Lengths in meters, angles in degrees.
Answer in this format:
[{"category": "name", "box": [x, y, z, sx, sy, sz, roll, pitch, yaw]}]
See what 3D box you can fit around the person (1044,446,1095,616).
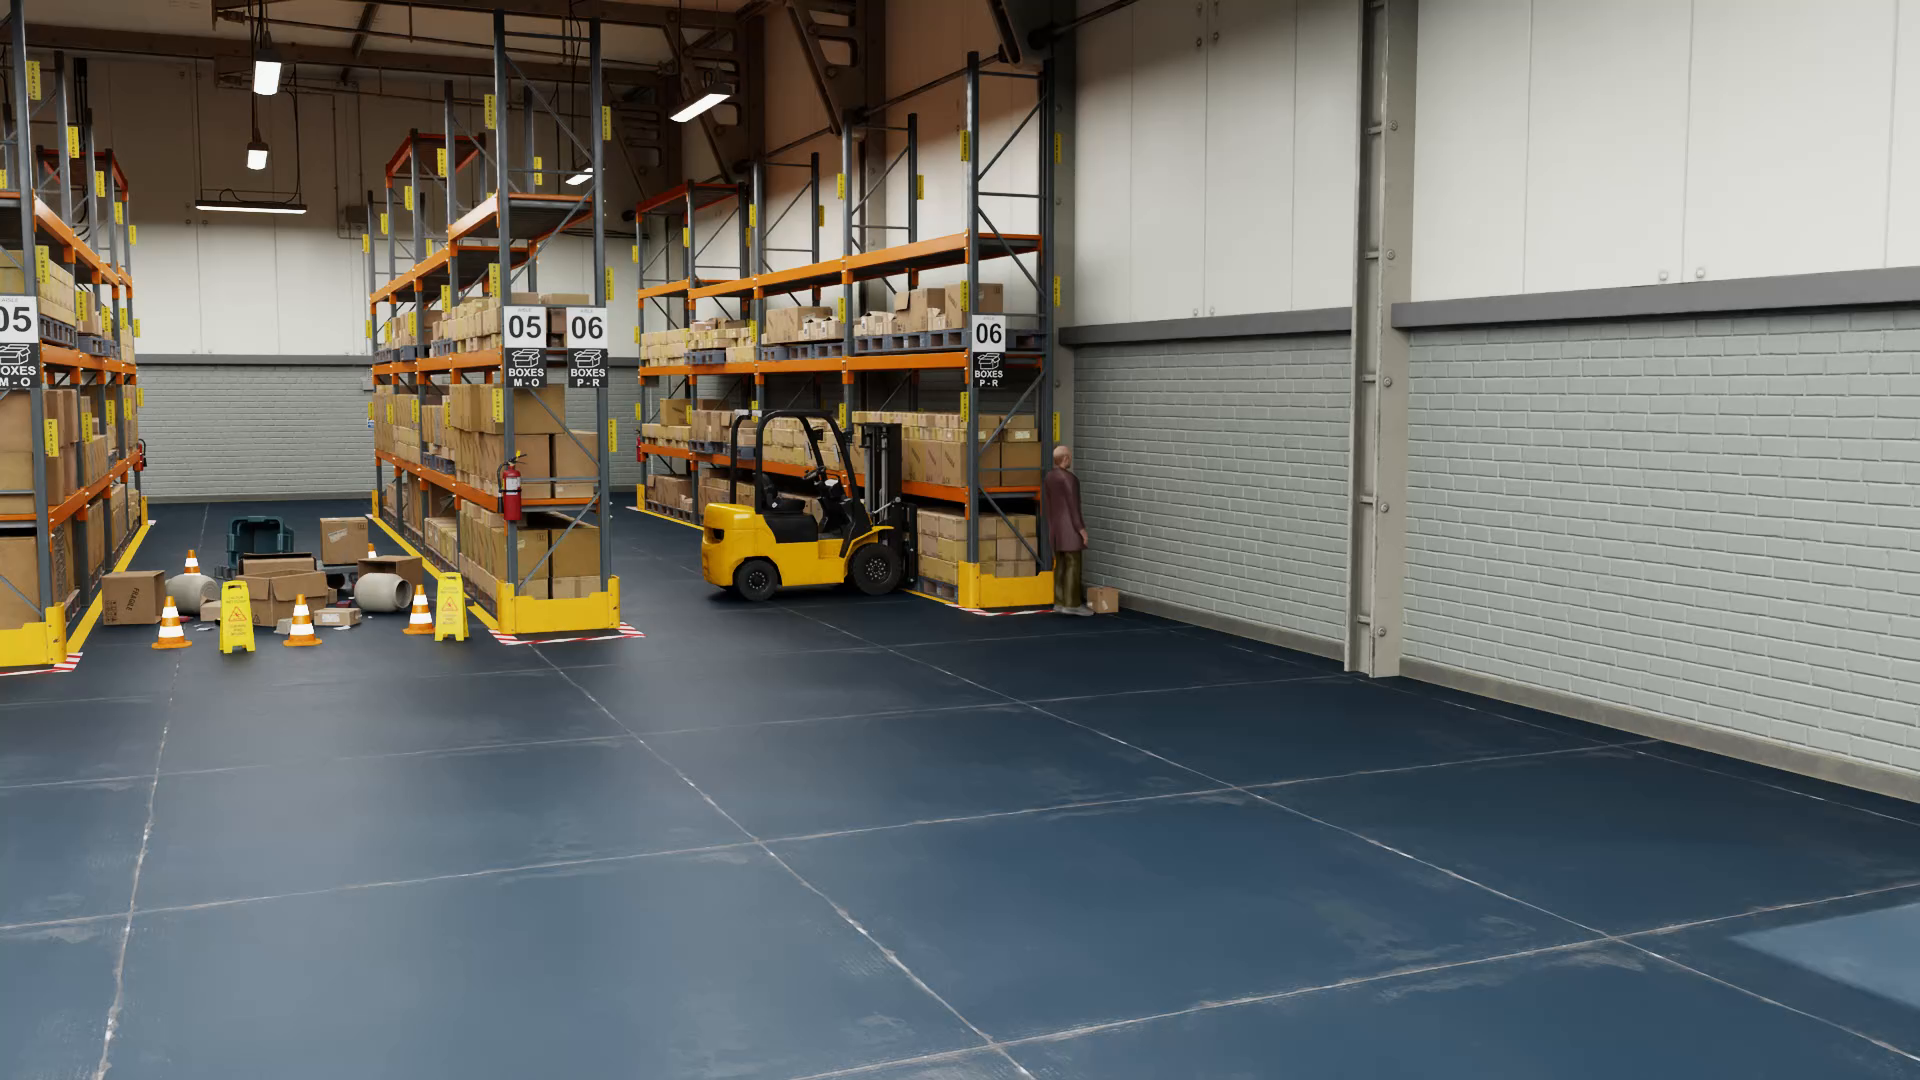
[{"category": "person", "box": [1.178, -0.103, 17.684, 0.471, 1.804, 0.647, -2, 6, -24]}]
